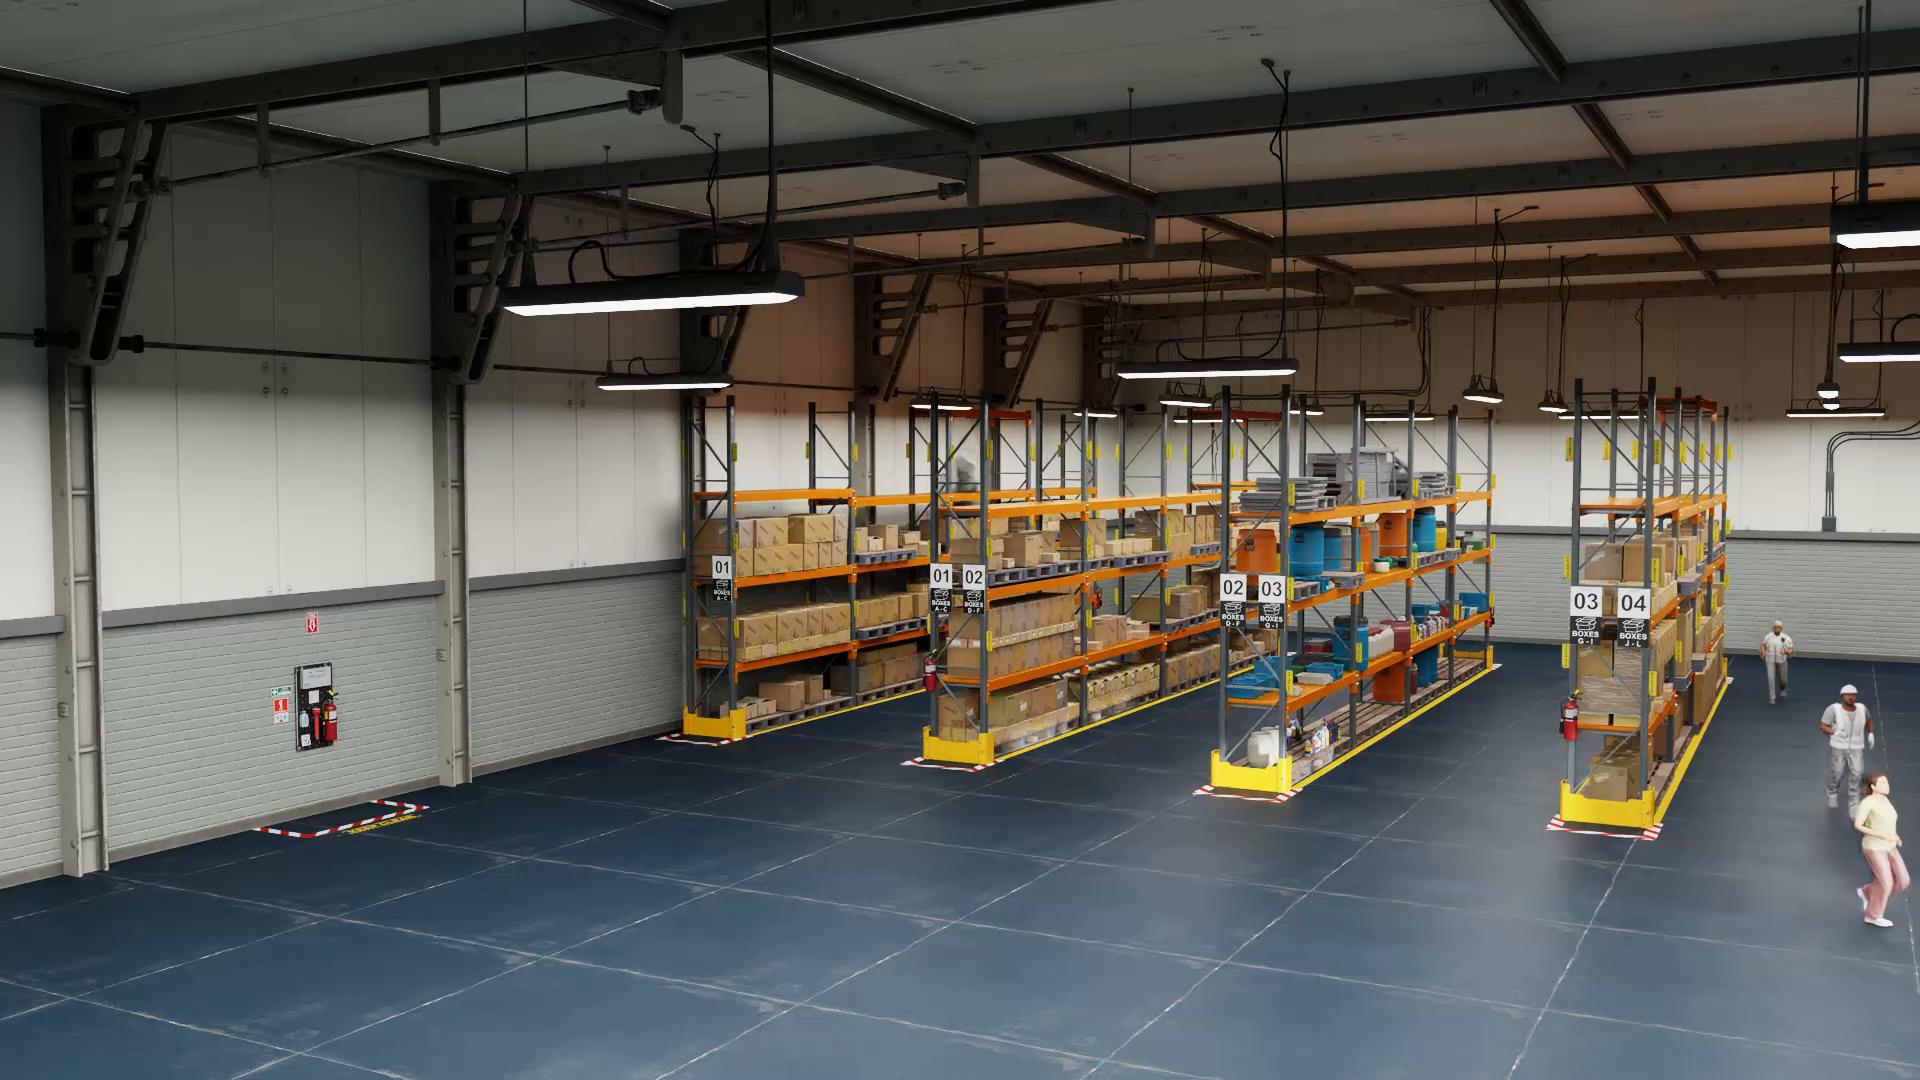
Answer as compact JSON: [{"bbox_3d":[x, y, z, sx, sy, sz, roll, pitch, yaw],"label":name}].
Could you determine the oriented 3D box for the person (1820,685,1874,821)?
[{"bbox_3d":[12.240,2.896,22.947,0.706,1.819,0.864,1,3,15],"label":"person"}]

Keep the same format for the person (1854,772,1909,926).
[{"bbox_3d":[9.718,3.259,17.575,0.576,1.622,0.556,-1,3,-26],"label":"person"}]

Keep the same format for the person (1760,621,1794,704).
[{"bbox_3d":[16.299,2.436,33.203,0.620,1.634,0.804,2,3,31],"label":"person"}]
